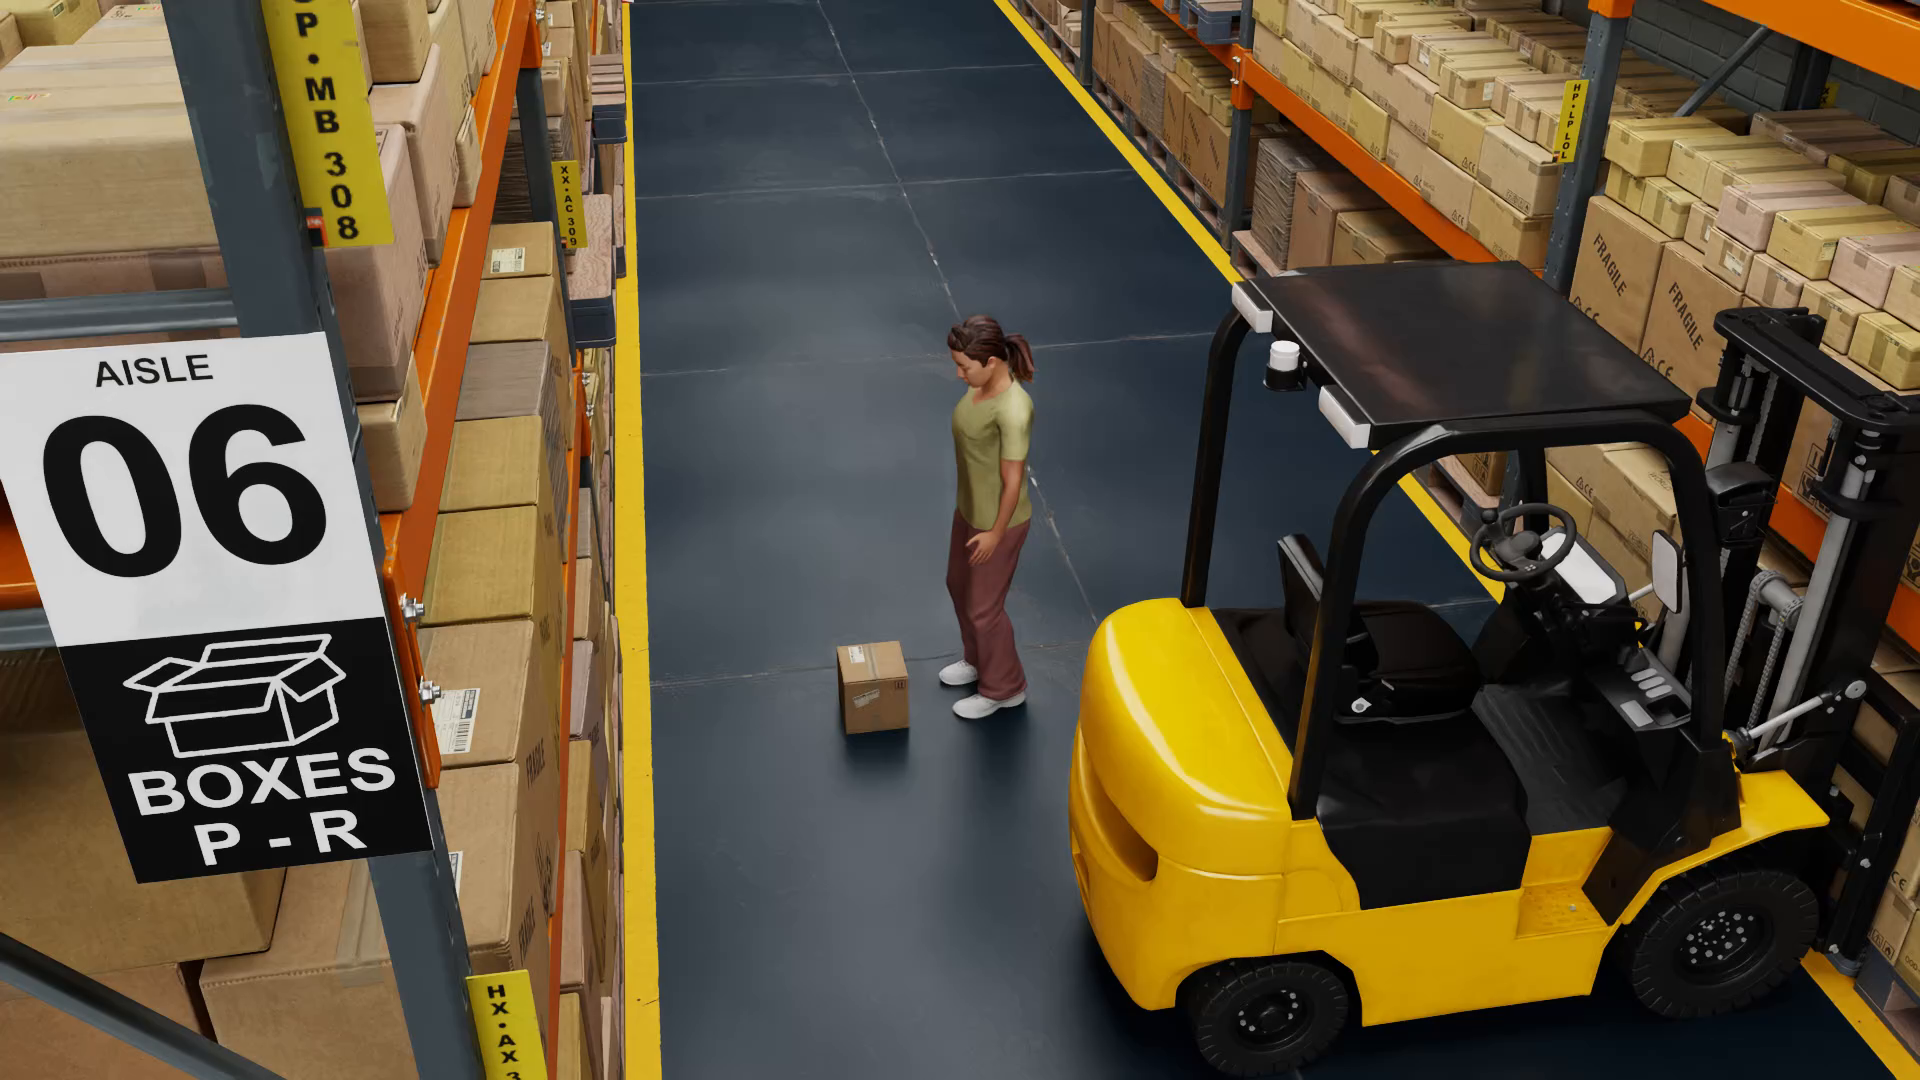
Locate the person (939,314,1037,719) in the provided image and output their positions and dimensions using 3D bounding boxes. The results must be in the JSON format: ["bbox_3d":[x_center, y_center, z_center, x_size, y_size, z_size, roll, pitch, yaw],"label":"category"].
[{"bbox_3d":[0.114,-0.087,6.301,0.356,1.663,0.455,-9,32,-14],"label":"person"}]
